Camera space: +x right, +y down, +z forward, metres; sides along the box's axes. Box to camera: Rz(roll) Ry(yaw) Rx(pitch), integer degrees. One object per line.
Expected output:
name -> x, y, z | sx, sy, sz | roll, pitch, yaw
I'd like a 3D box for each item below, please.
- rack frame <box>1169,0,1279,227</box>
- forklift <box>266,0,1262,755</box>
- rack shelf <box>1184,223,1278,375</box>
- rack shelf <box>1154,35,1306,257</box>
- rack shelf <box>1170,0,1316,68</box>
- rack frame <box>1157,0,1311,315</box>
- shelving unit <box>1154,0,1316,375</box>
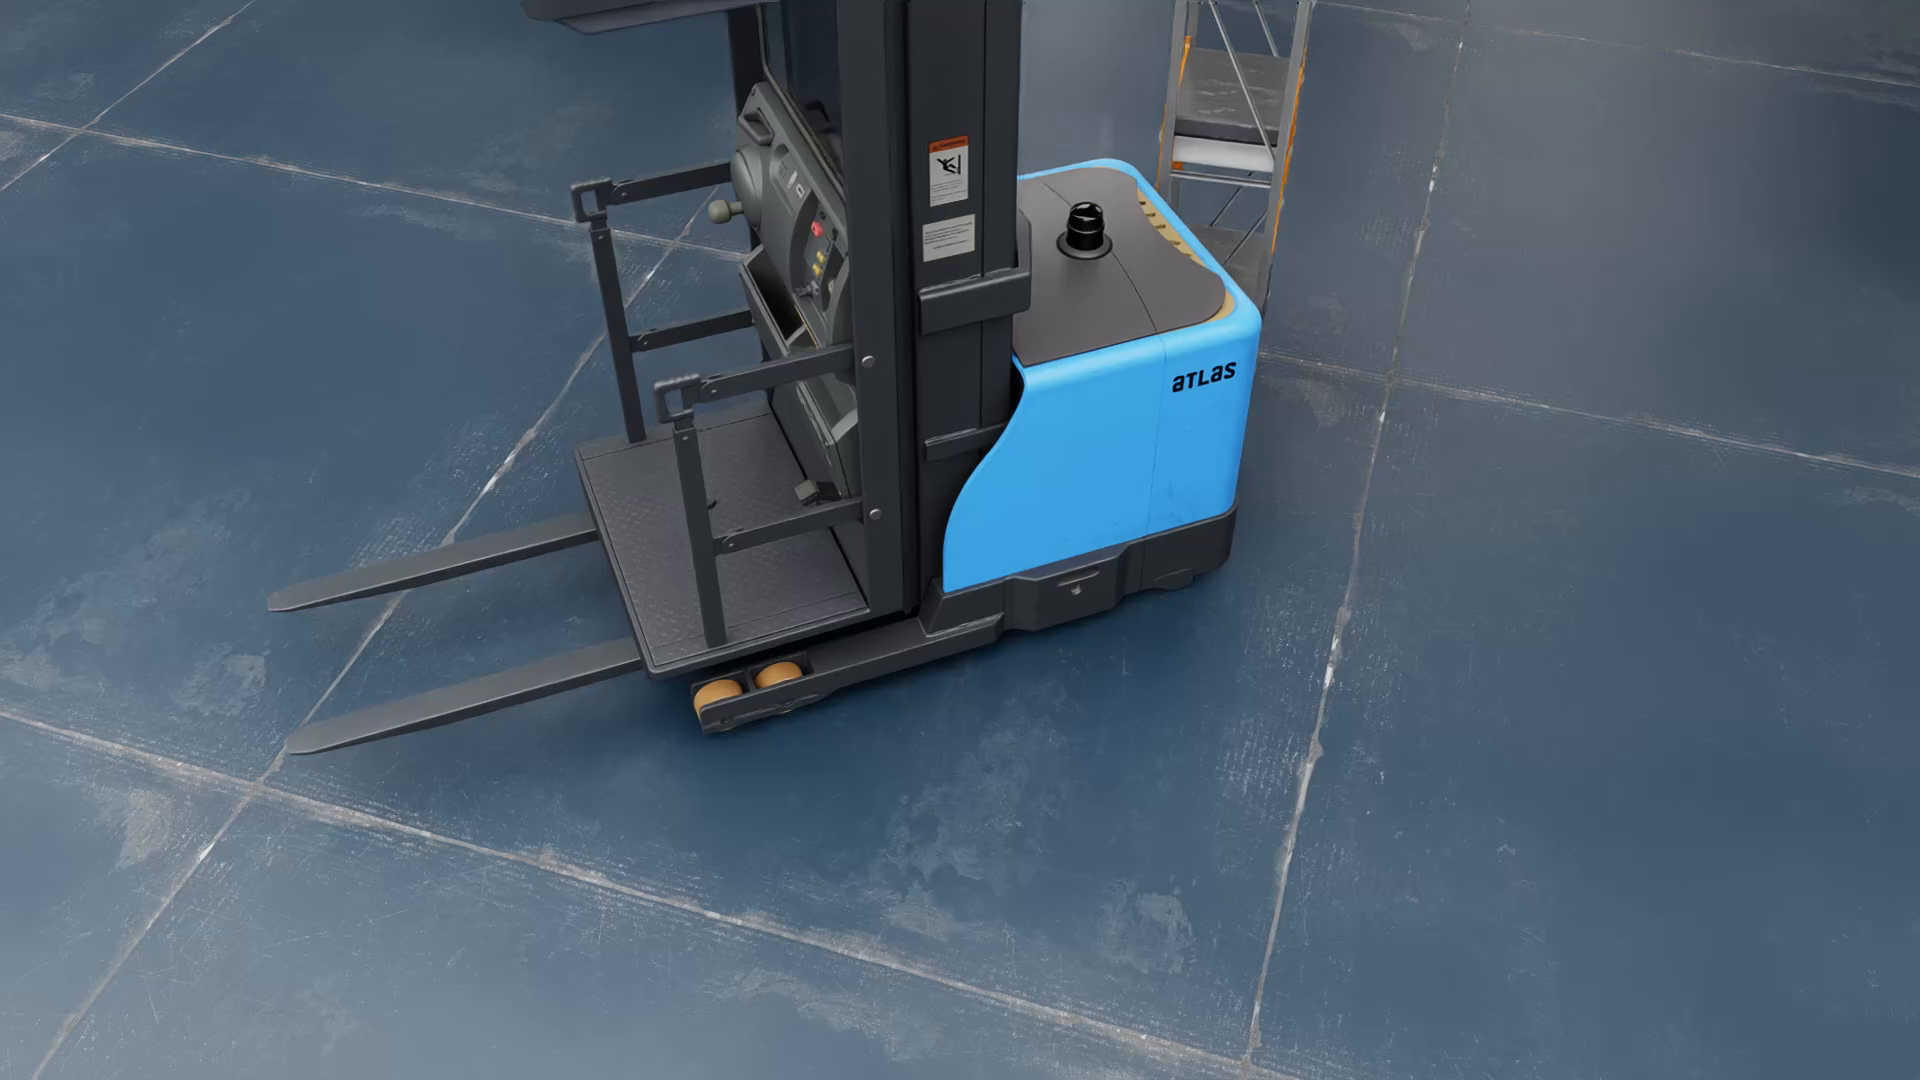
rack frame -> 0.964, -1.511, 5.793 | 0.400, 2.100, 0.015 | 9, 45, 9
forklift -> -0.656, -0.877, 4.550 | 3.031, 2.935, 1.130 | -15, 46, -15
rack shelf -> 0.908, -0.835, 6.122 | 0.431, 0.518, 0.480 | 9, 45, 9
rack shelf -> 0.908, -1.335, 5.633 | 0.431, 0.518, 0.480 | 9, 45, 9
rack shelf -> 0.908, -1.836, 5.143 | 0.431, 0.518, 0.480 | 9, 45, 9
rack frame -> 0.853, -1.179, 5.453 | 0.400, 2.100, 0.015 | 9, 45, 9
shelving unit -> 0.908, -1.345, 5.623 | 0.431, 2.100, 0.503 | 9, 45, 9
